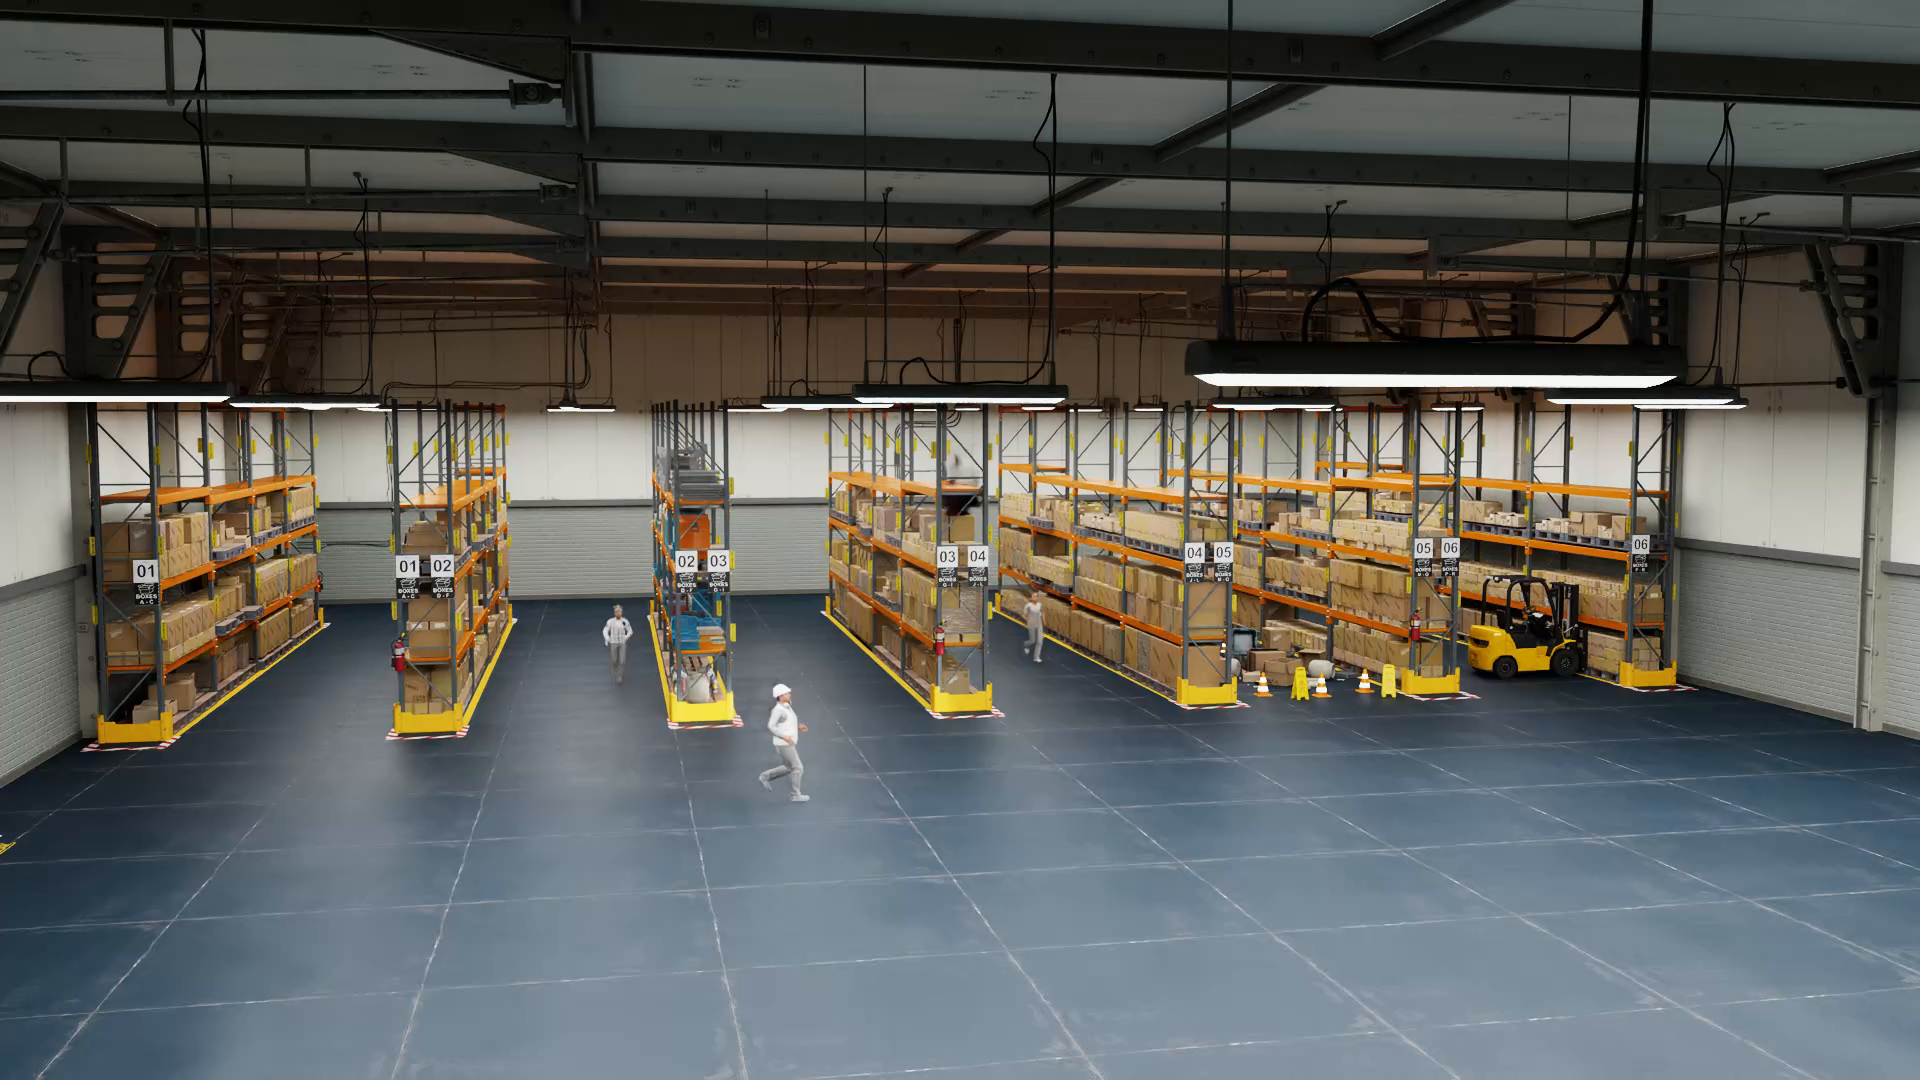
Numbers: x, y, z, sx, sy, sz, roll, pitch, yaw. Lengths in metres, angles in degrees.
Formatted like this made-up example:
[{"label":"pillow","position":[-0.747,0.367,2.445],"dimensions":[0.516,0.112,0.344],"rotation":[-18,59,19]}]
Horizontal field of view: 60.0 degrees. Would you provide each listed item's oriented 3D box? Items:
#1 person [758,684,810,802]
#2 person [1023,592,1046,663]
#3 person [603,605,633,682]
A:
[{"label":"person","position":[-2.597,3.001,24.606],"dimensions":[0.766,1.739,0.668],"rotation":[0,4,5]},{"label":"person","position":[1.739,2.008,38.605],"dimensions":[0.581,1.631,0.806],"rotation":[-2,5,-20]},{"label":"person","position":[-7.324,2.221,35.655],"dimensions":[0.622,1.661,0.548],"rotation":[-1,4,-15]}]
